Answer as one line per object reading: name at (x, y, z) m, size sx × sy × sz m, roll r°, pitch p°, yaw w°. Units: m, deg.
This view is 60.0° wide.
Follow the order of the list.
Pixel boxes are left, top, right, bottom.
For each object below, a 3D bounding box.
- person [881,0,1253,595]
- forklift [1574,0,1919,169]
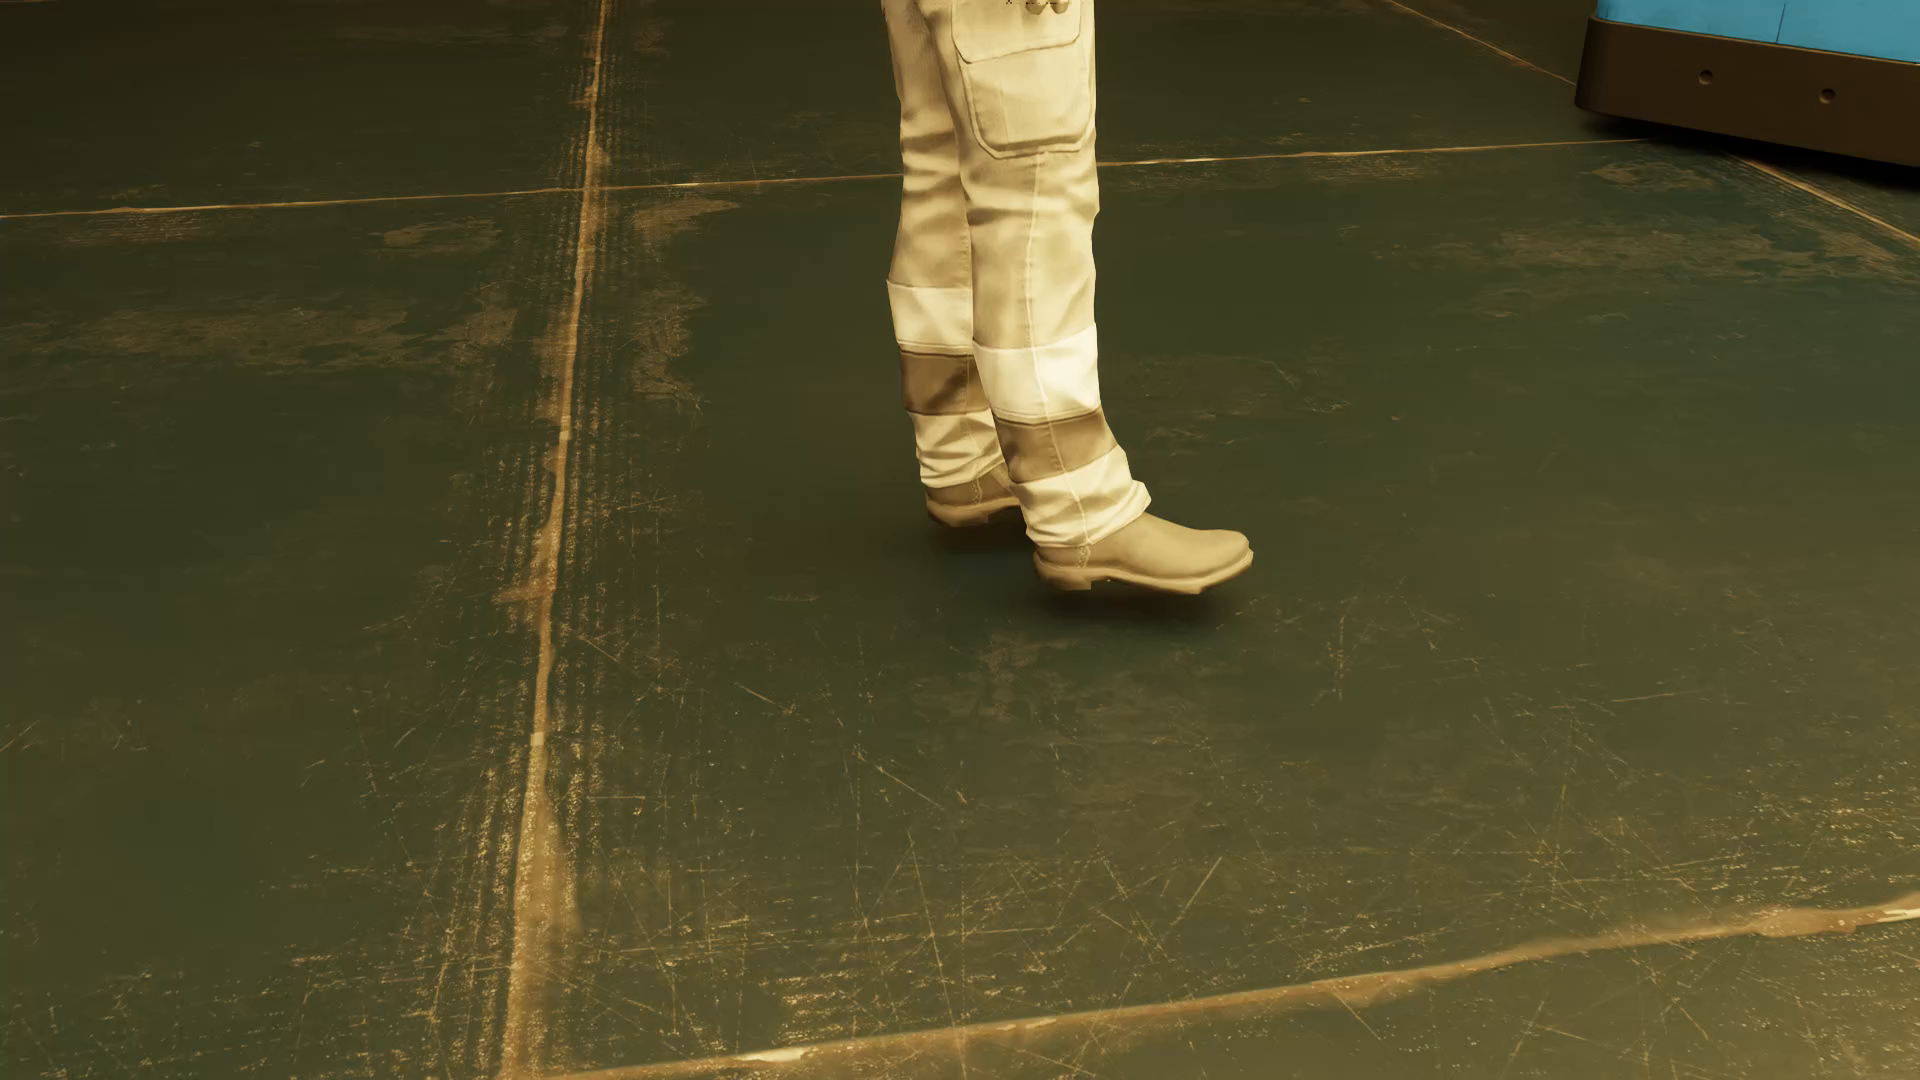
person at (0.081, -0.833, 2.062) m, size 0.561 × 1.789 × 0.638 m, roll -5°, pitch 28°, yaw -9°
forklift at (3.084, -2.781, 4.615) m, size 1.130 × 2.935 × 3.031 m, roll 24°, pitch 36°, yaw 37°
